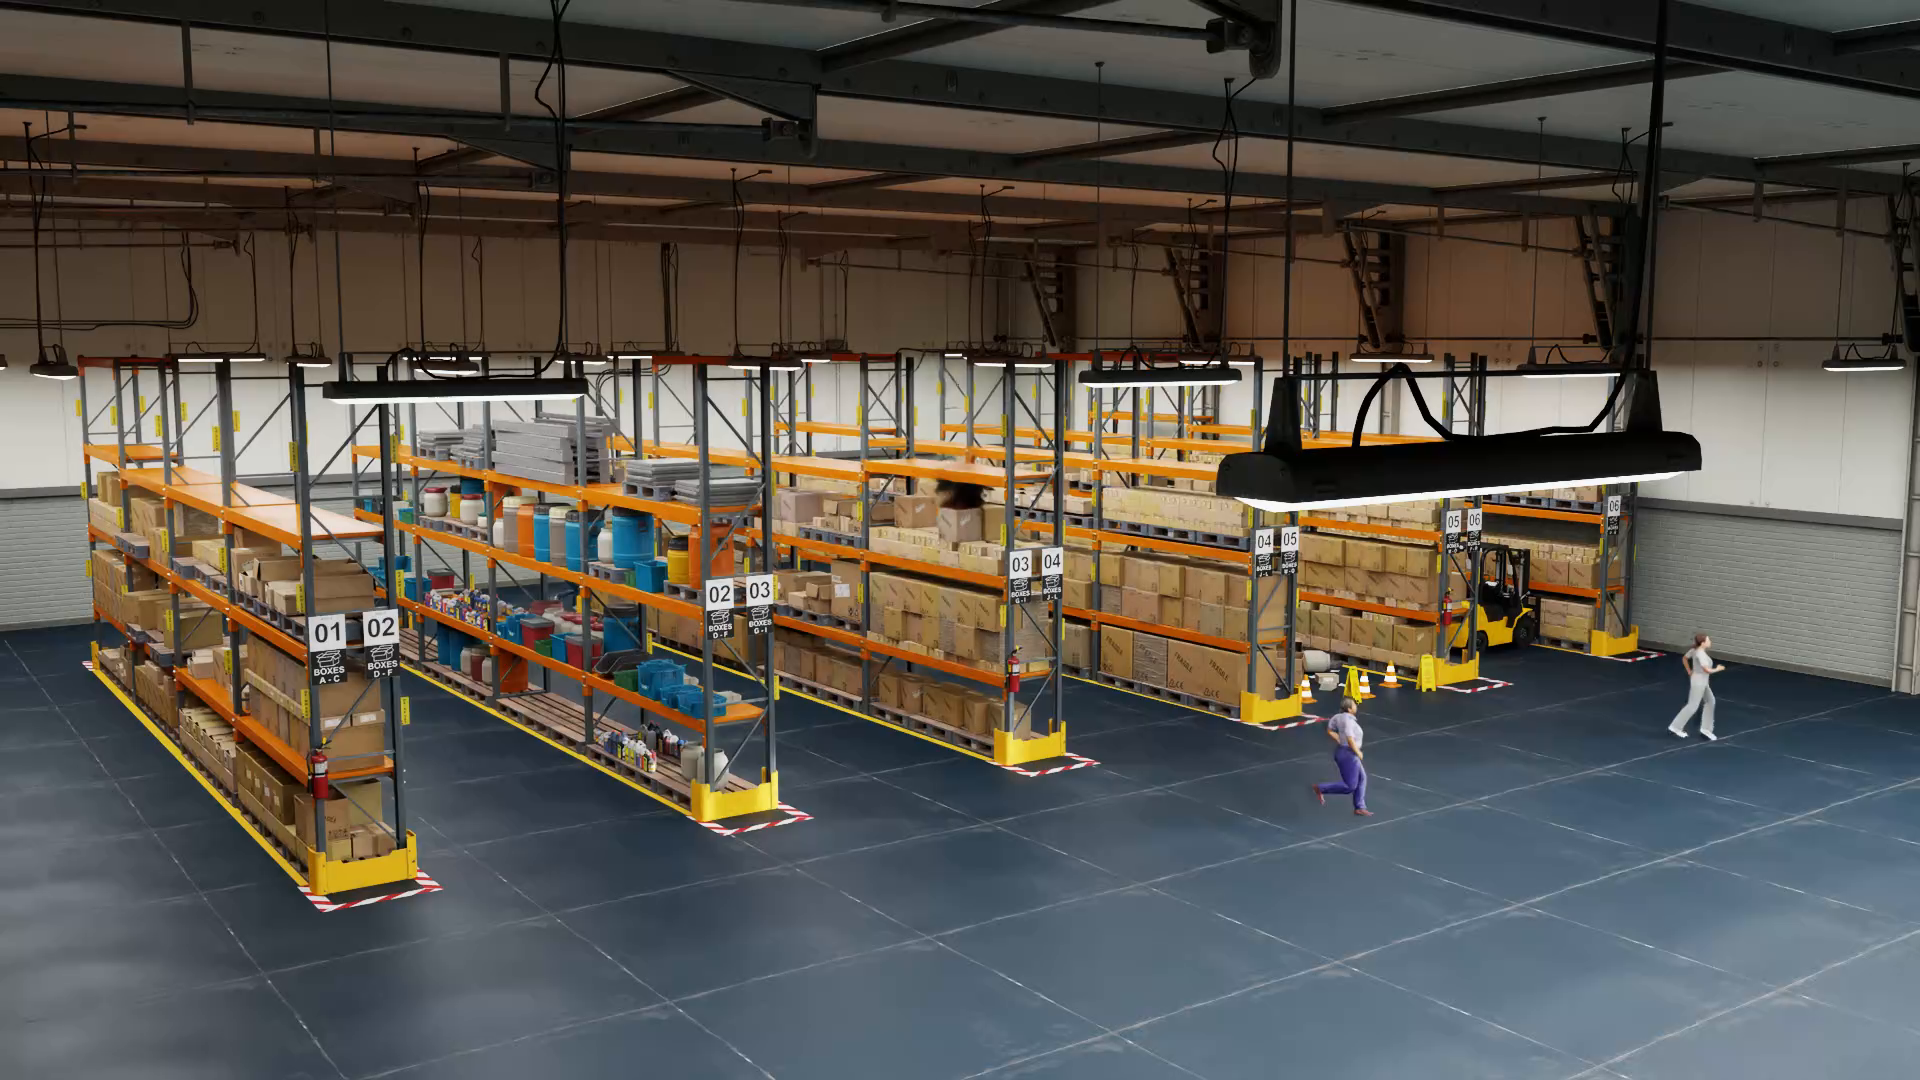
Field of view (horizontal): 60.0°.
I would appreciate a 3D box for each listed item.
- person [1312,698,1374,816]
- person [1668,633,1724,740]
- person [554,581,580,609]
[{"bbox_3d":[5.096,2.893,22.049,0.890,1.622,0.595,0,7,-3],"label":"person"},{"bbox_3d":[11.634,2.320,26.252,0.775,1.730,0.580,2,7,17],"label":"person"},{"bbox_3d":[-9.134,0.865,38.815,0.694,1.586,0.543,-2,7,-14],"label":"person"}]
